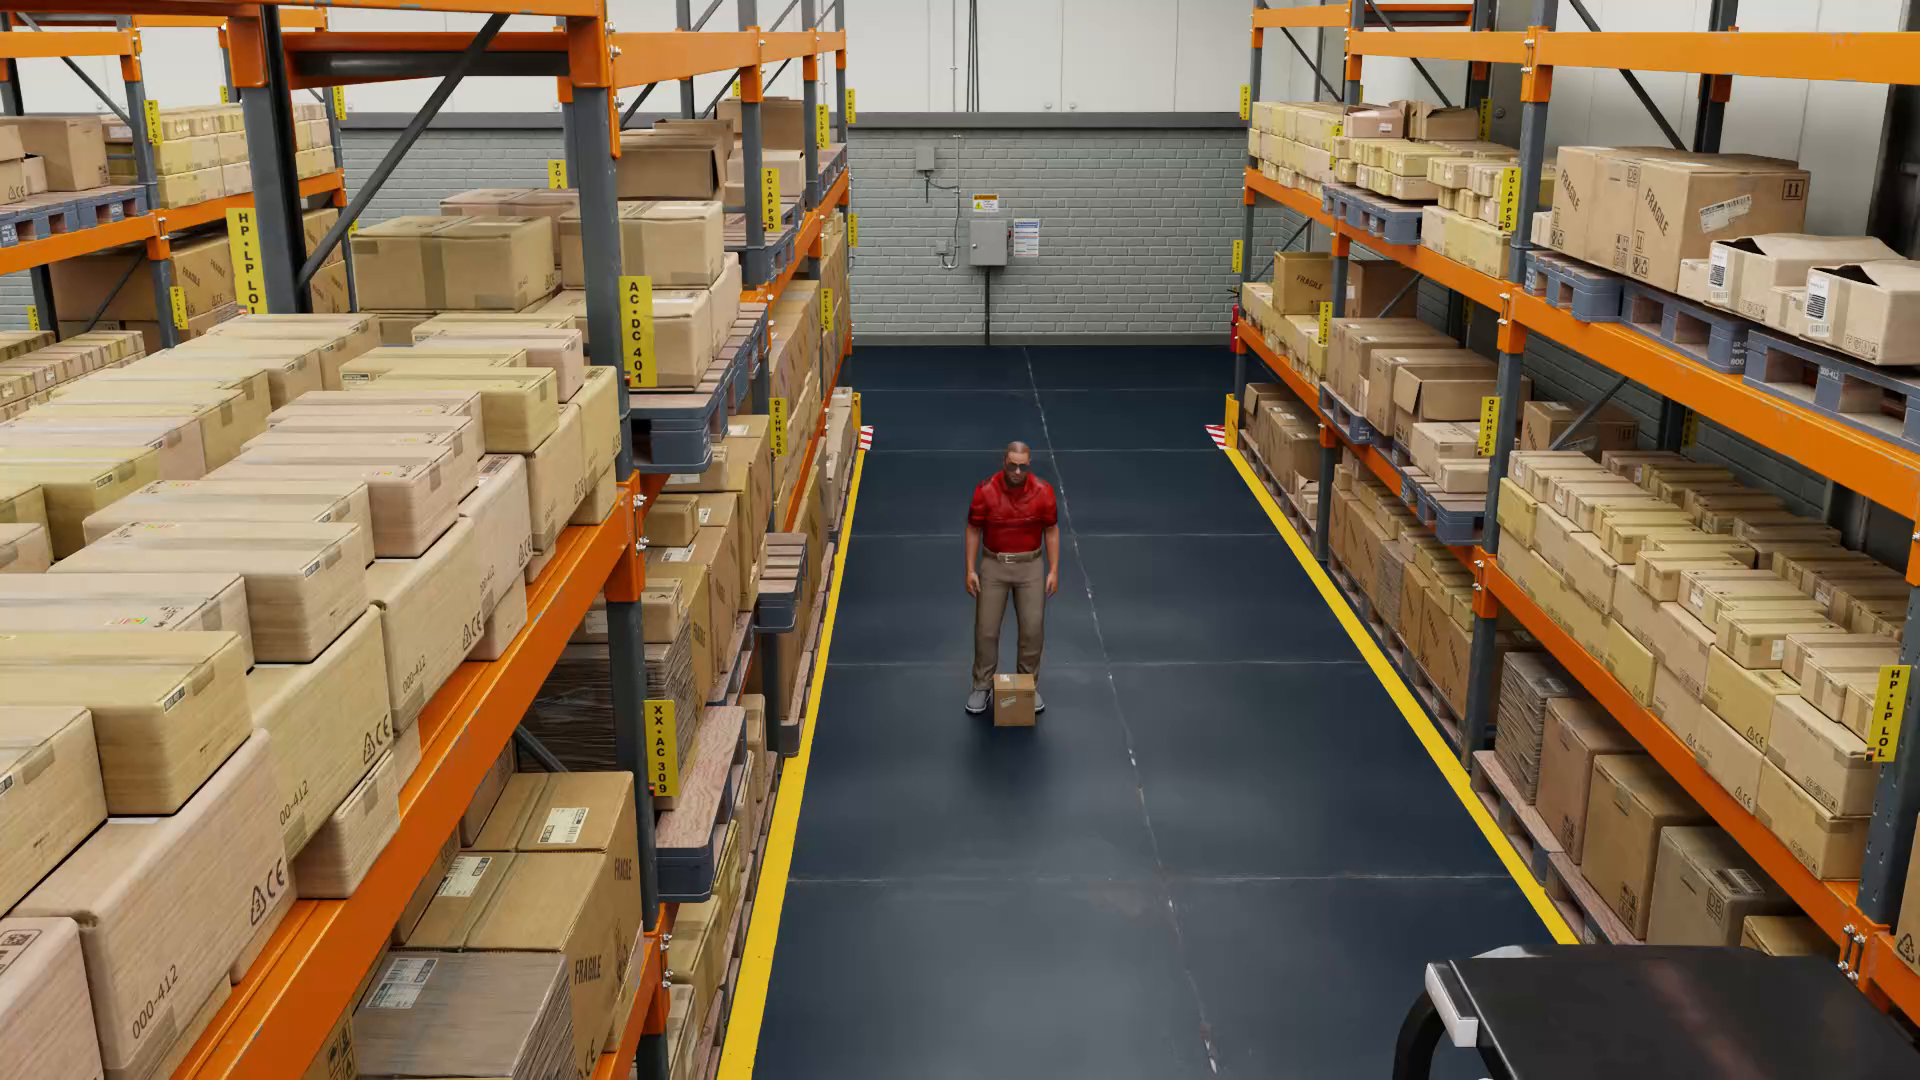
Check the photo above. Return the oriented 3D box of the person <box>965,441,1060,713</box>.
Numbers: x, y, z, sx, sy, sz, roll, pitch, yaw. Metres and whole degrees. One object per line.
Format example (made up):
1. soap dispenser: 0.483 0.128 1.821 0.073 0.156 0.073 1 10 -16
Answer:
1. person: 0.325 0.214 10.368 0.590 1.726 0.388 0 17 -1
